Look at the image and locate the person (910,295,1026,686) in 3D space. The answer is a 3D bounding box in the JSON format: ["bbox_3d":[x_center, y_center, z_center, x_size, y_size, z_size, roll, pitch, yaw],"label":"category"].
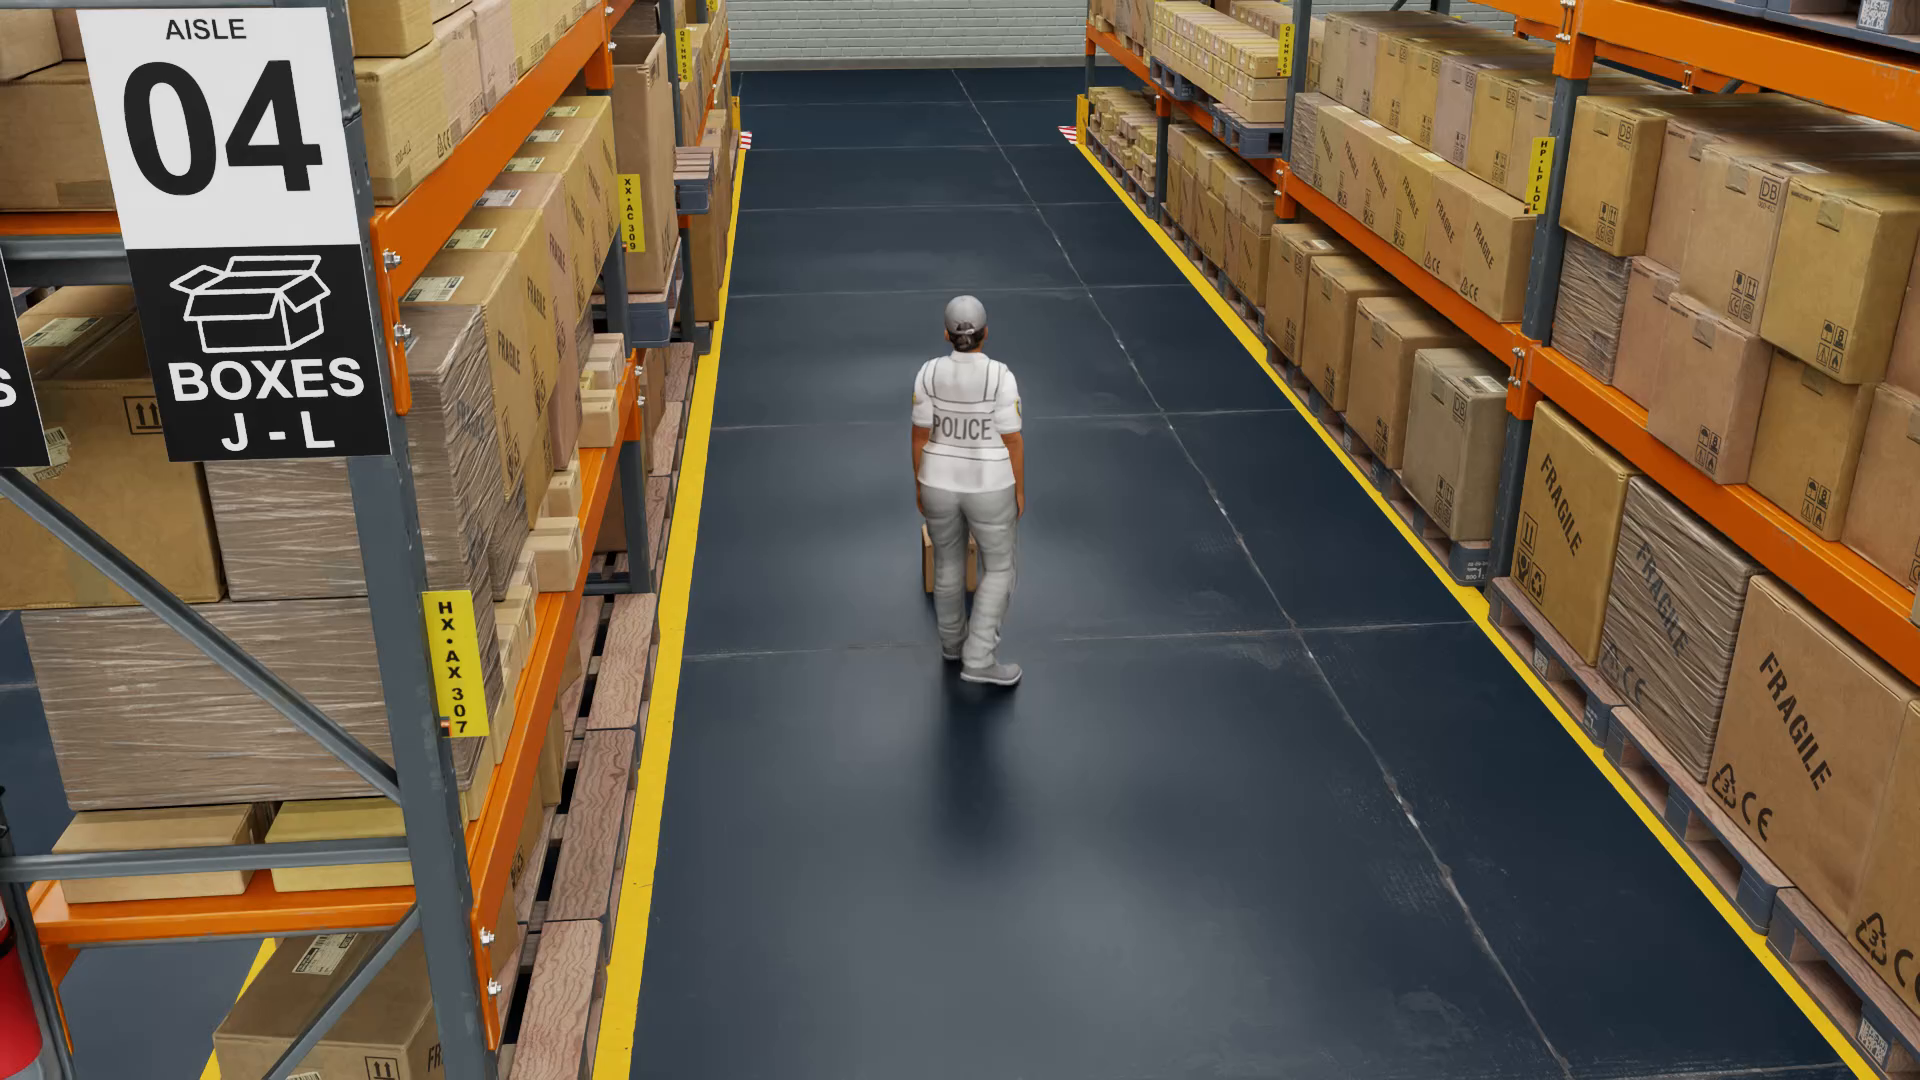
[{"bbox_3d":[0.047,-0.204,7.048,0.526,1.663,0.588,8,25,17],"label":"person"}]
